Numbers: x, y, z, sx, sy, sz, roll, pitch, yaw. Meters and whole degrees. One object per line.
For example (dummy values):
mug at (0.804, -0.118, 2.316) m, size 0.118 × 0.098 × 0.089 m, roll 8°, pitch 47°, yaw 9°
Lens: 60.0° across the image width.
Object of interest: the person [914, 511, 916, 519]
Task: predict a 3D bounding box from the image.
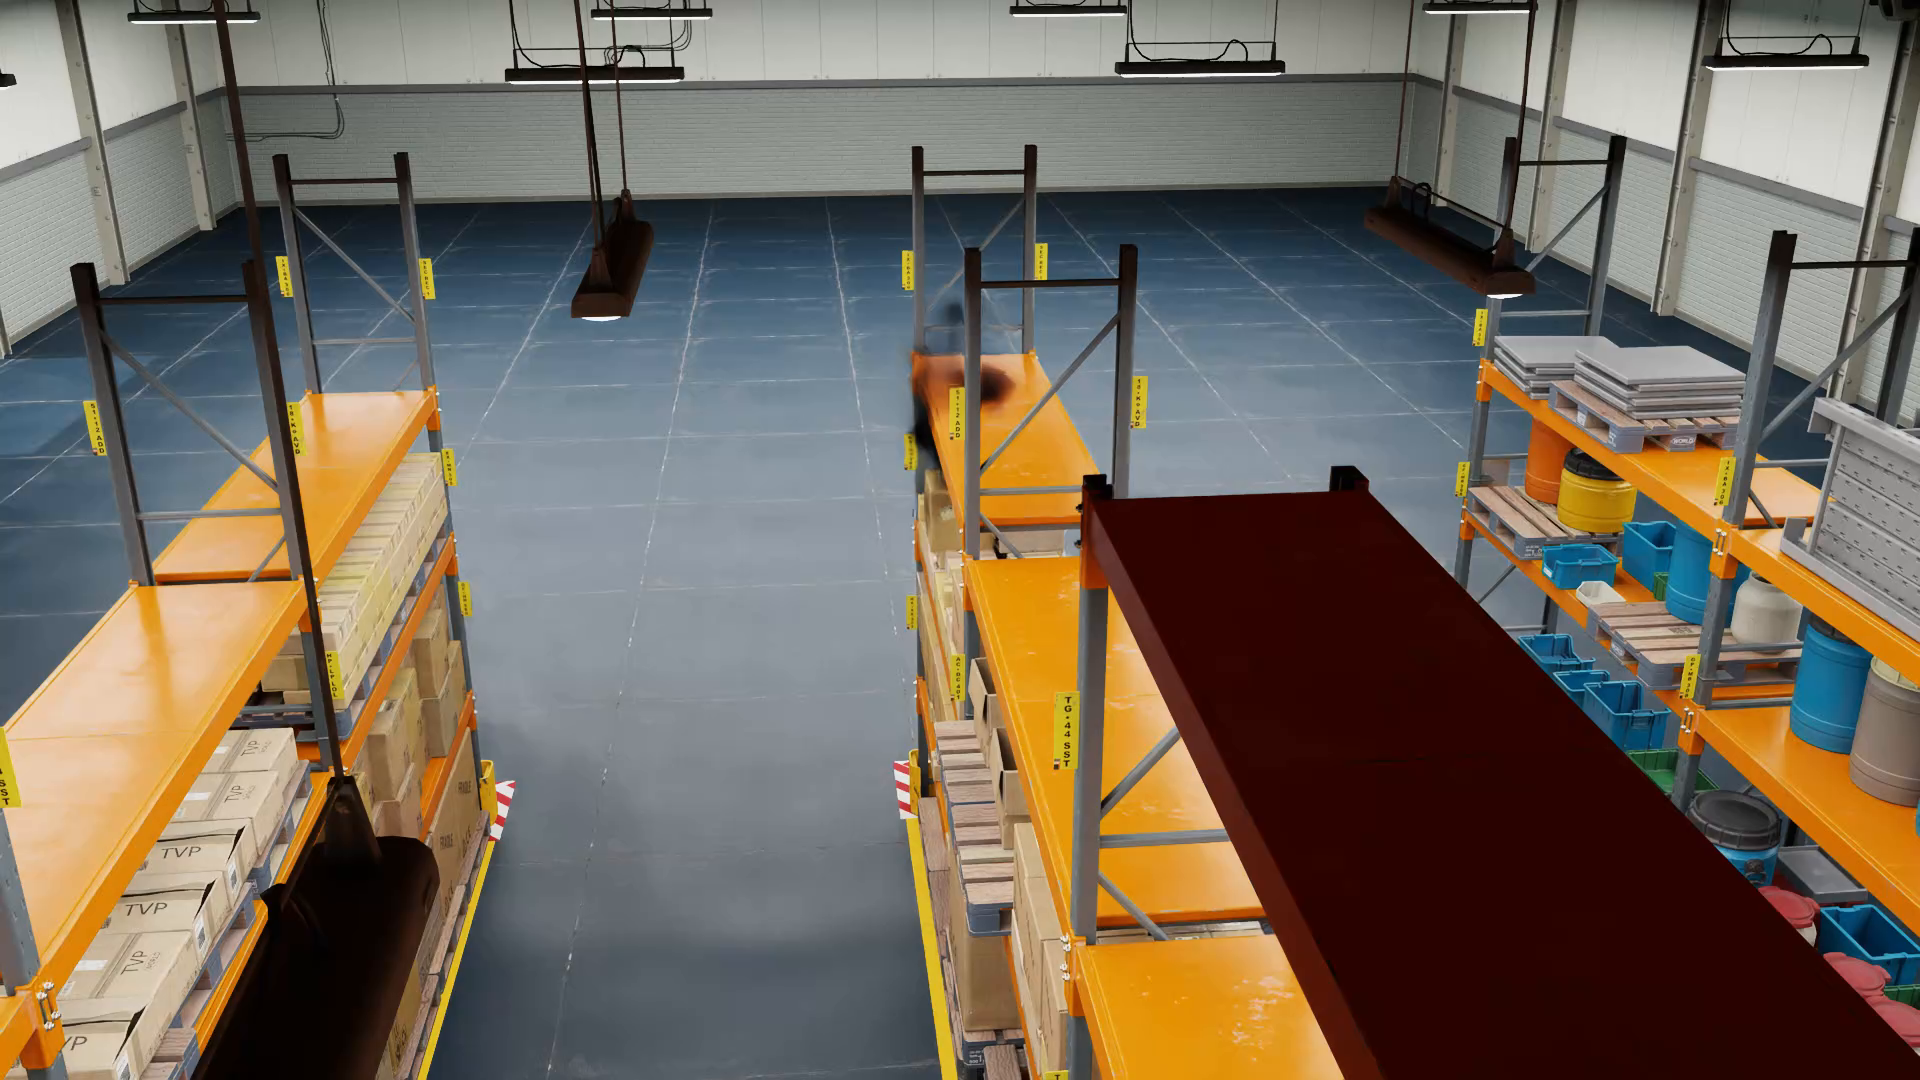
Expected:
person at (-0.159, 0.067, 18.981) m, size 0.947 × 1.799 × 0.674 m, roll 8°, pitch 23°, yaw 19°

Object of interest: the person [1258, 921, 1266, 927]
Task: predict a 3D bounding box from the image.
person at (1.960, 2.933, 12.065) m, size 0.612 × 1.715 × 0.721 m, roll 0°, pitch 22°, yaw -1°
